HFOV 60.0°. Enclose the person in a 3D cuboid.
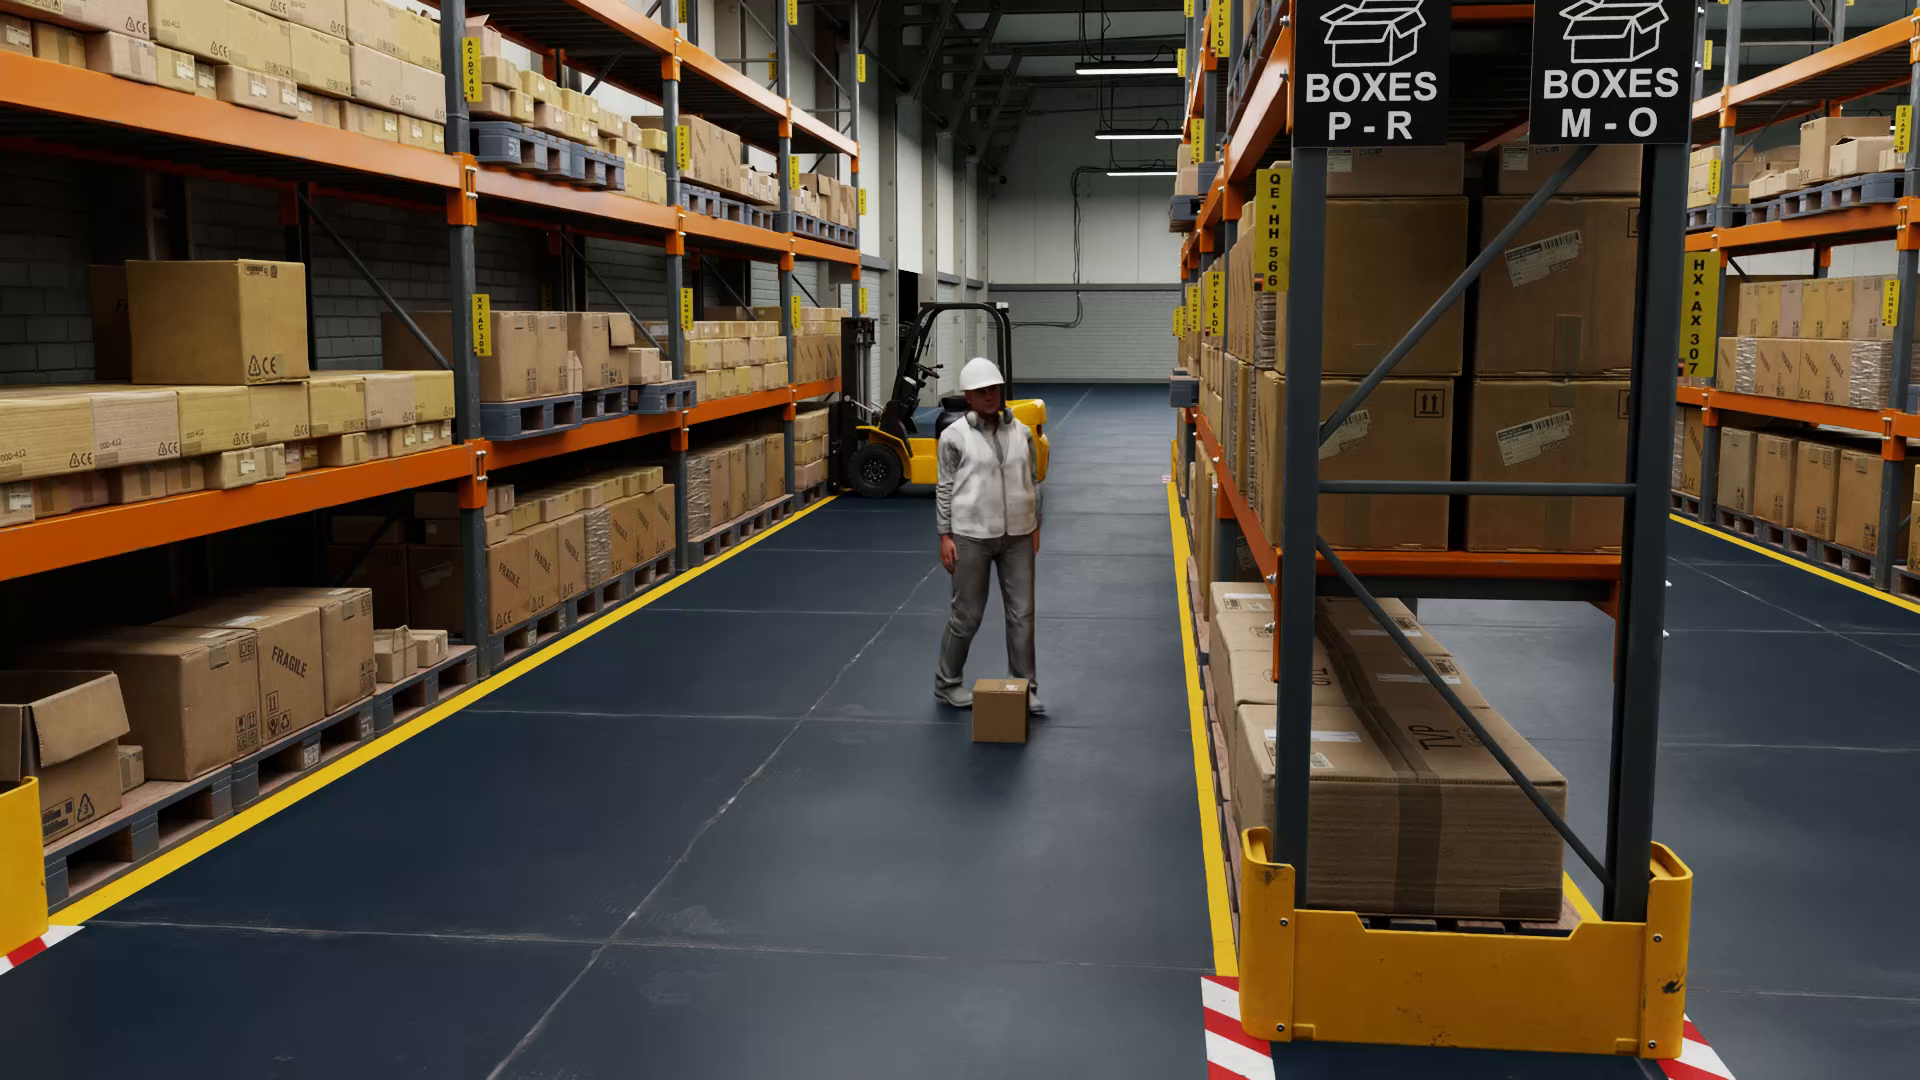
[{"bbox_3d":[0.172,-0.022,8.315,0.554,1.772,0.589,-3,8,-21],"label":"person"}]
